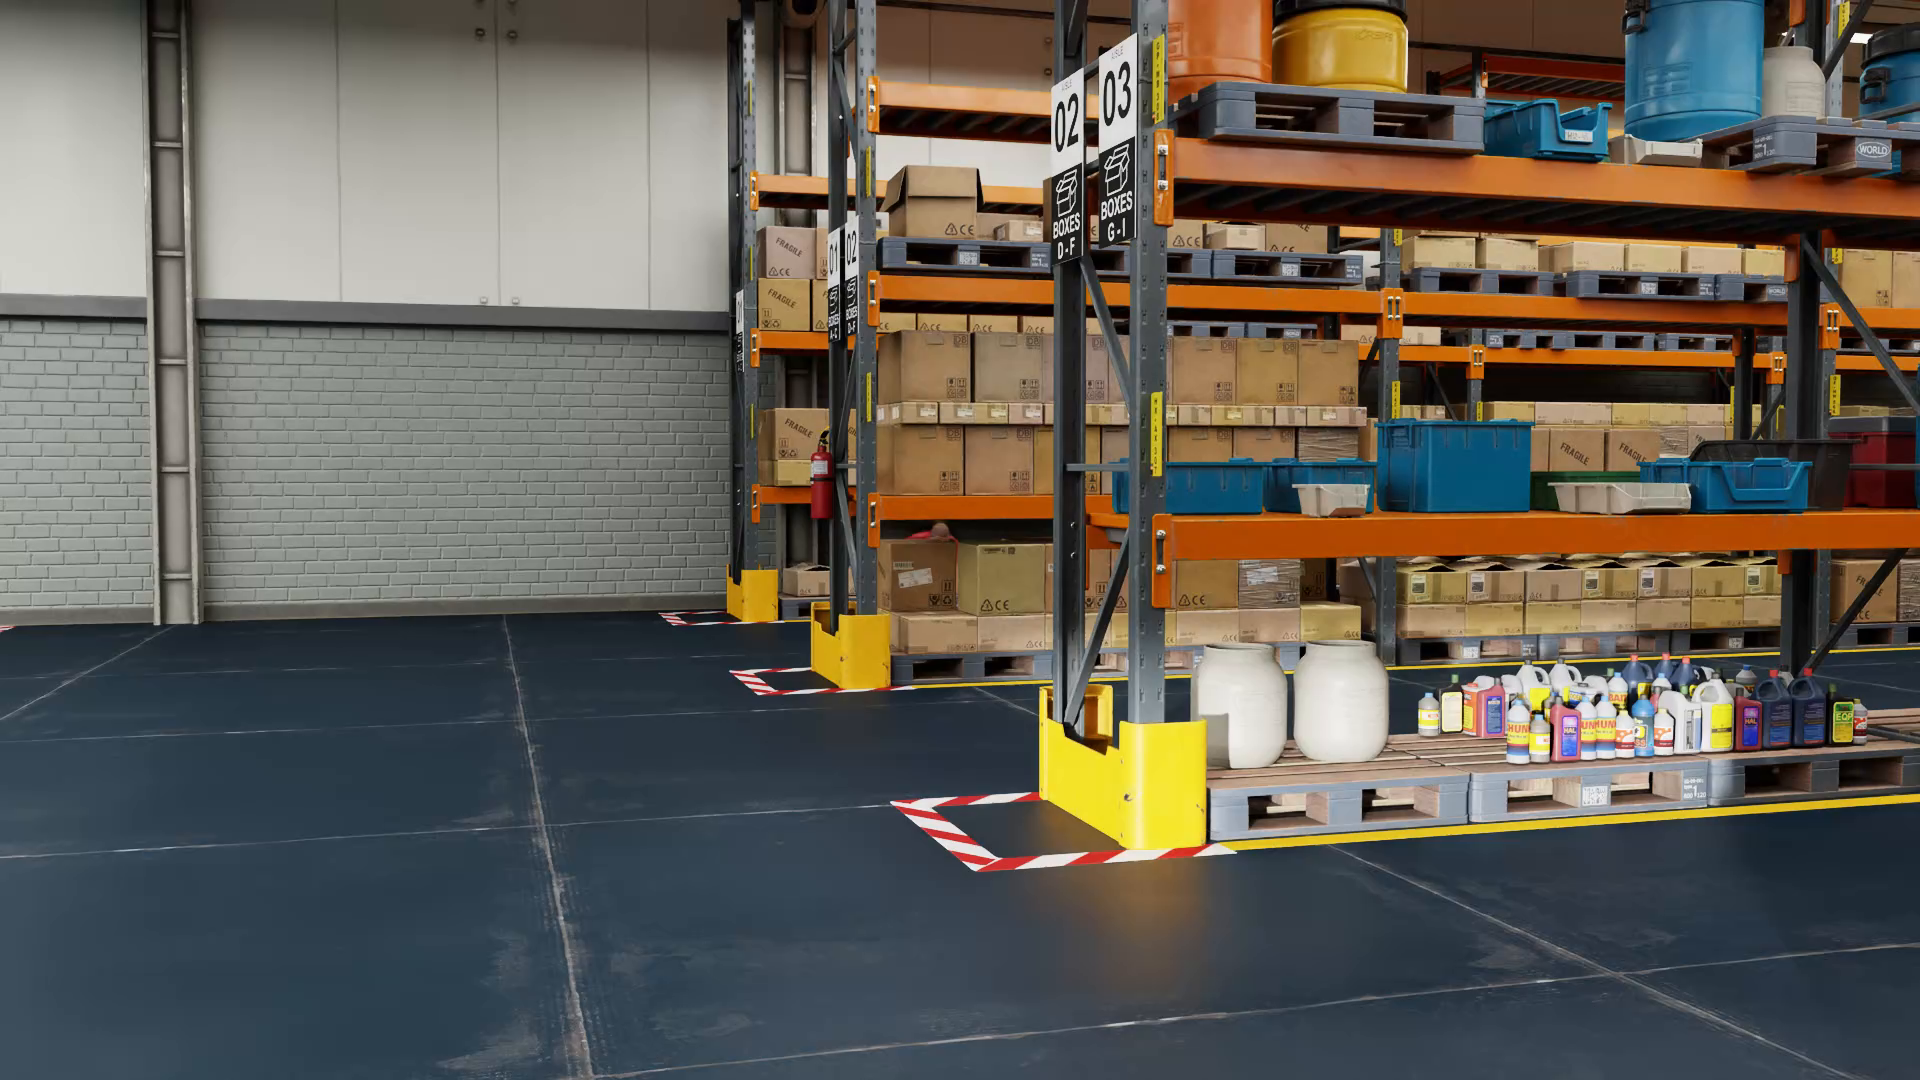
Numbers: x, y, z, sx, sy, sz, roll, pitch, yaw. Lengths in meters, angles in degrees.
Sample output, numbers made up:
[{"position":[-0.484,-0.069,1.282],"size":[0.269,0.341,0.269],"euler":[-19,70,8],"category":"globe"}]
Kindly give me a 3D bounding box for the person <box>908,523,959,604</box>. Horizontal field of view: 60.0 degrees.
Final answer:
[{"position":[-0.286,0.345,14.806],"size":[0.563,1.013,0.788],"euler":[-1,3,-17],"category":"person"}]
